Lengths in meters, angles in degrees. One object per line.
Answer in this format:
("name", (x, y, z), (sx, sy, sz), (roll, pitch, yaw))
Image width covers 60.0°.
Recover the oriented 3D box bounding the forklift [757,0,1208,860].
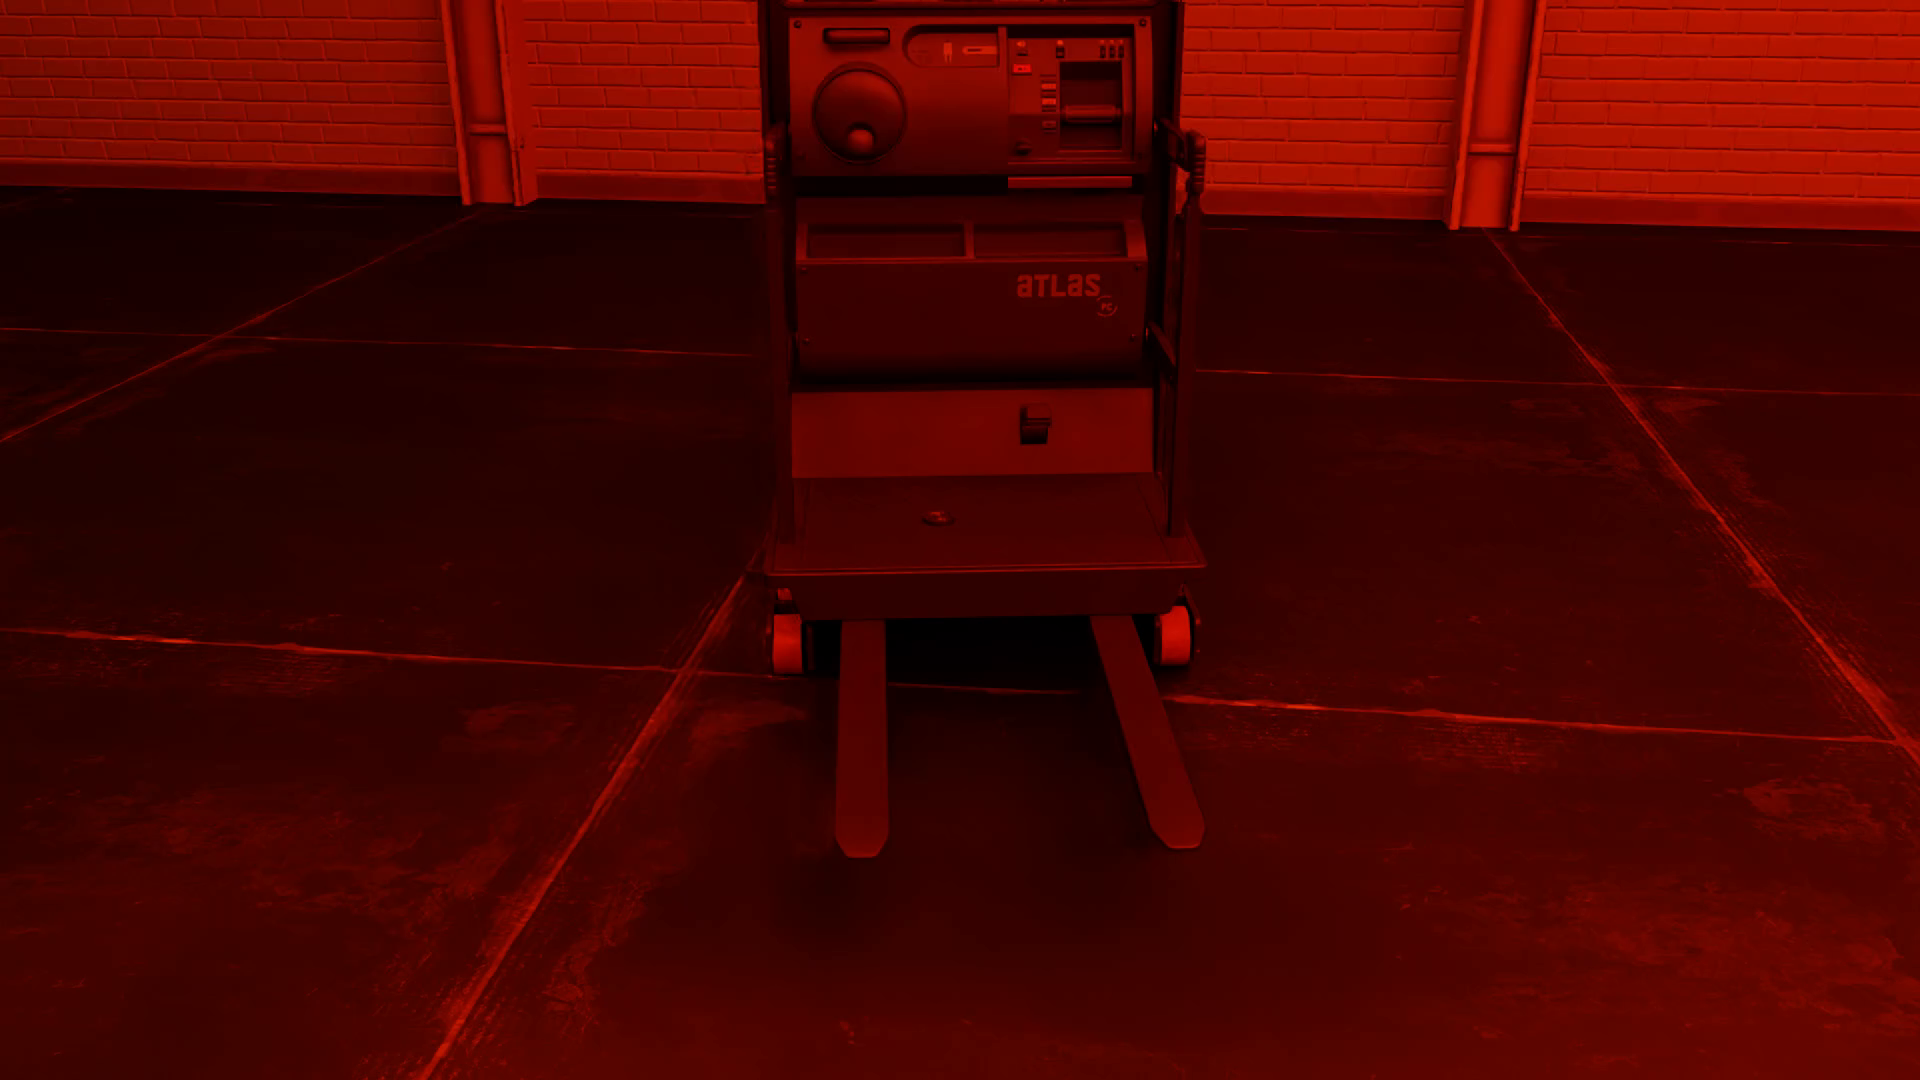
("forklift", (0.042, -1.131, 4.062), (1.130, 2.935, 3.031), (-1, 22, -3))
